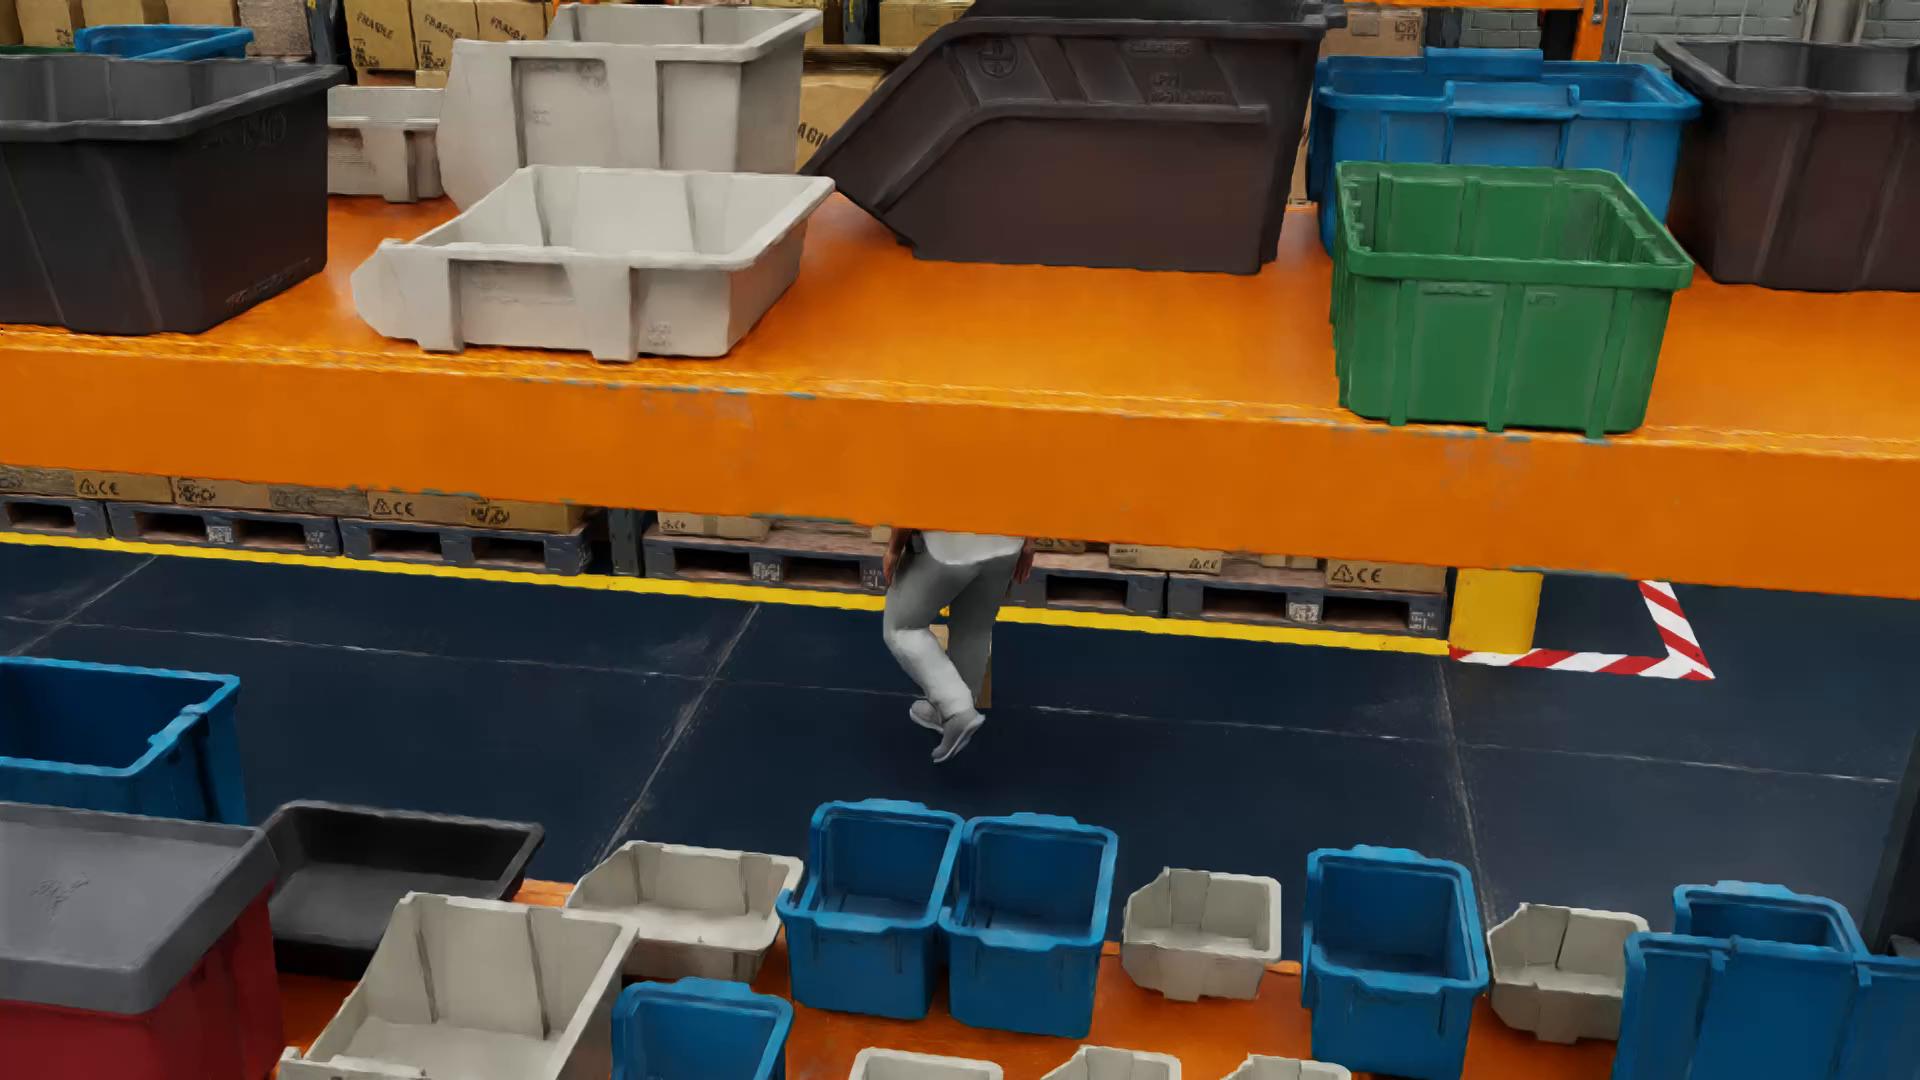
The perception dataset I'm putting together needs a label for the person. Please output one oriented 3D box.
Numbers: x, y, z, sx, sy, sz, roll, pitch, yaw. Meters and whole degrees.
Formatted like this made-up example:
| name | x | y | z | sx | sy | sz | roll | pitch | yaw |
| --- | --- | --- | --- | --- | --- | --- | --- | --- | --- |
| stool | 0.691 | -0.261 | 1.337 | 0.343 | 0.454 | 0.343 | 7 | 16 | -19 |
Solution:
| name | x | y | z | sx | sy | sz | roll | pitch | yaw |
| --- | --- | --- | --- | --- | --- | --- | --- | --- | --- |
| person | 0.002 | 0.017 | 6.078 | 0.585 | 1.753 | 0.683 | -13 | 28 | -26 |
